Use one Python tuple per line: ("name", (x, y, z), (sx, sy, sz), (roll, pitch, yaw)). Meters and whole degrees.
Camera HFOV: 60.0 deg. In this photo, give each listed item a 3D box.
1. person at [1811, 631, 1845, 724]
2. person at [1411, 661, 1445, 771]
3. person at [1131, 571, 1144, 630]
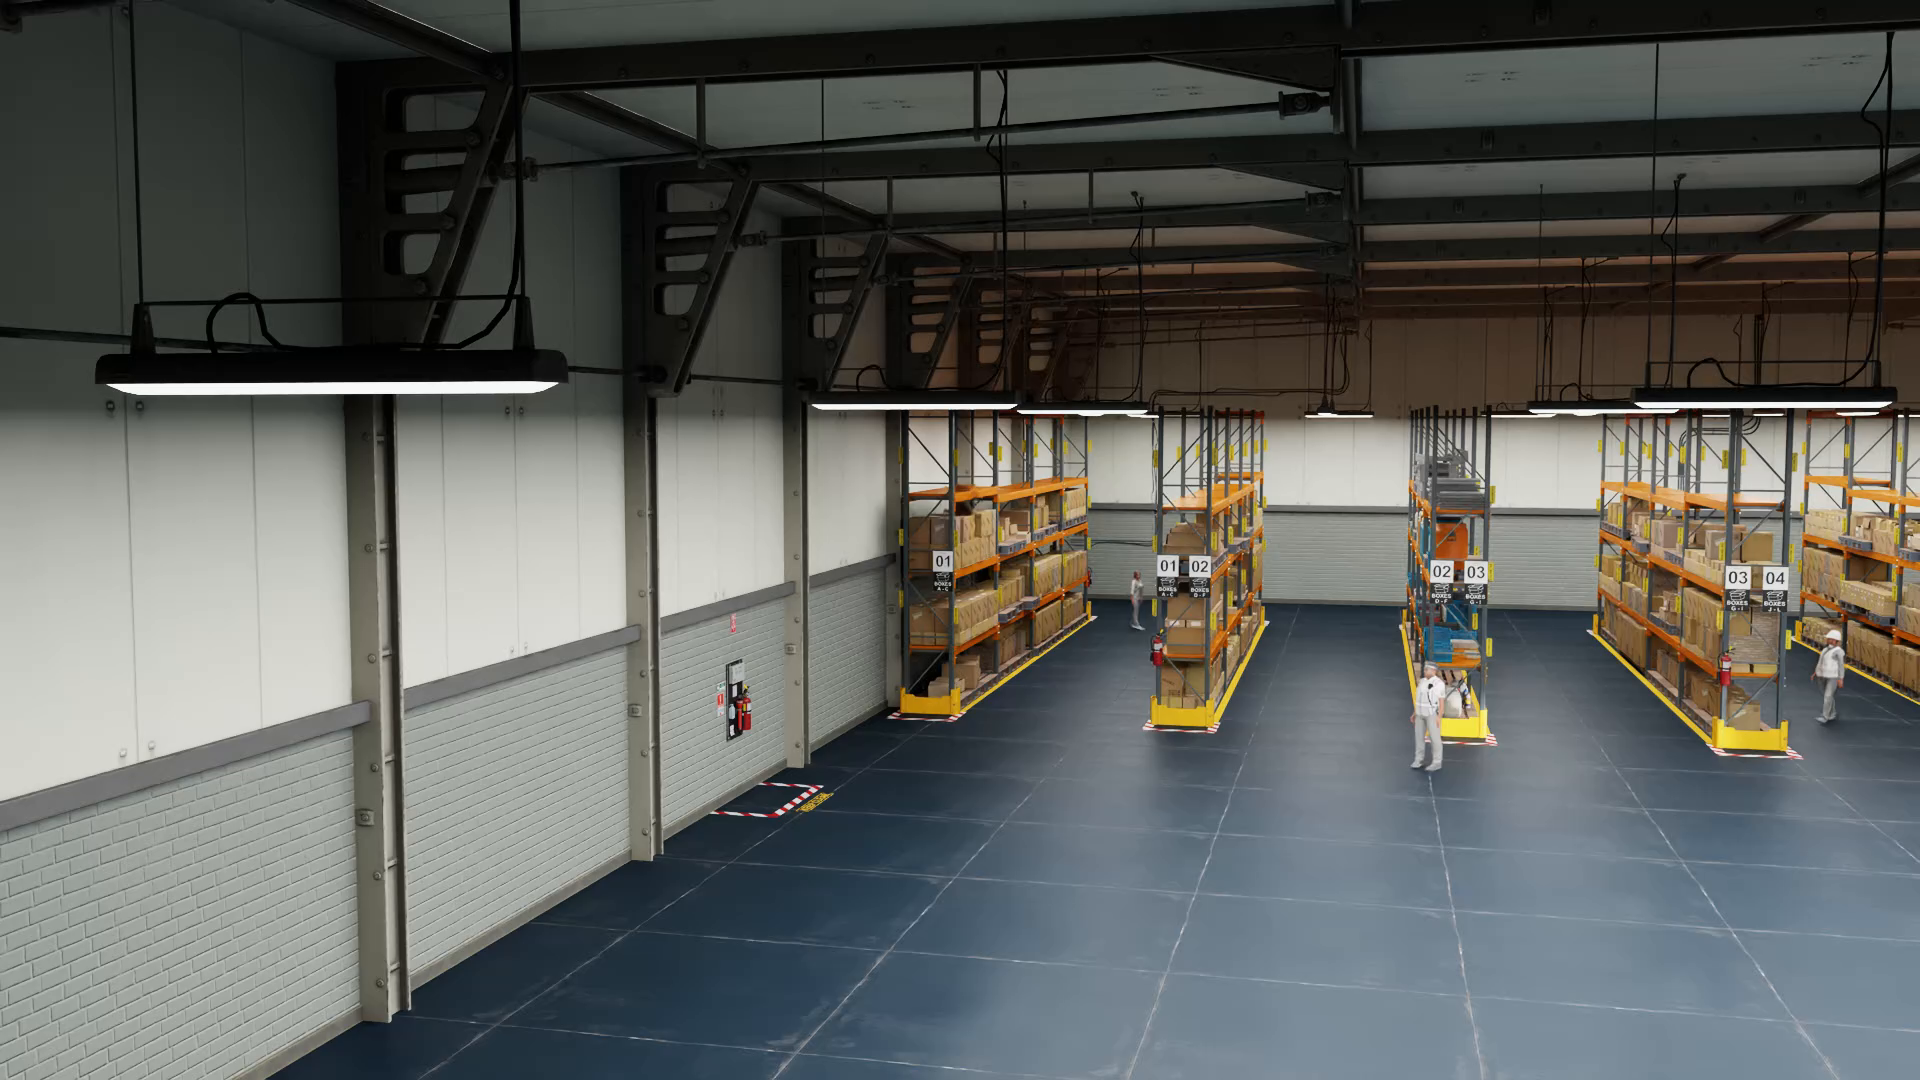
("person", (16.436, 2.589, 31.540), (0.904, 1.741, 0.584), (-2, 5, -27))
("person", (7.679, 2.868, 27.327), (0.421, 1.779, 0.589), (-3, 5, -39))
("person", (4.919, 1.647, 45.801), (0.531, 1.605, 0.450), (4, 5, 41))
